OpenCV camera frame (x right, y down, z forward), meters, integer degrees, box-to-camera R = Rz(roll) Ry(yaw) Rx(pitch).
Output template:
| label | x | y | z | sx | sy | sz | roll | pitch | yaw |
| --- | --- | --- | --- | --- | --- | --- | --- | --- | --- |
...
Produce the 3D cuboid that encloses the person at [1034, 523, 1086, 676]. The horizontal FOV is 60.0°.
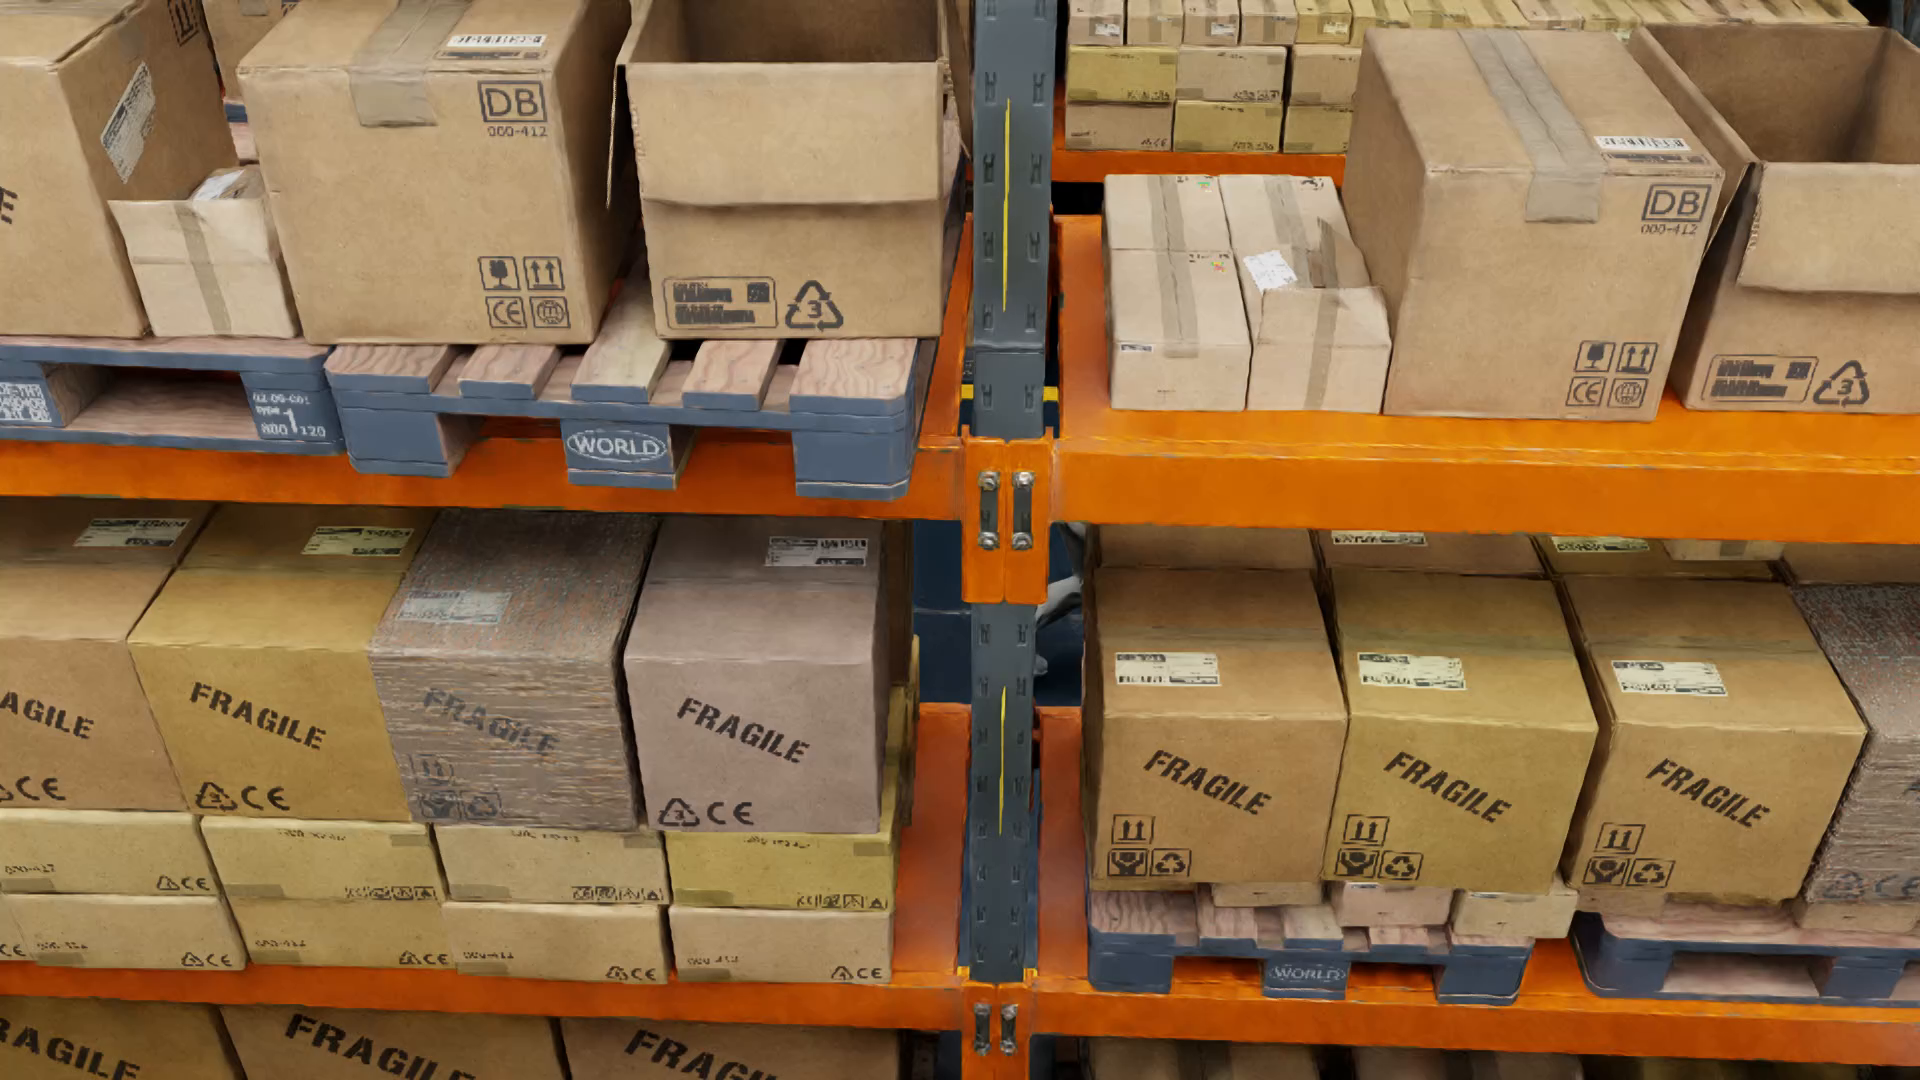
| label | x | y | z | sx | sy | sz | roll | pitch | yaw |
| --- | --- | --- | --- | --- | --- | --- | --- | --- | --- |
| person | 0.543 | -0.168 | 6.432 | 0.919 | 1.562 | 0.685 | -11 | 37 | -14 |
